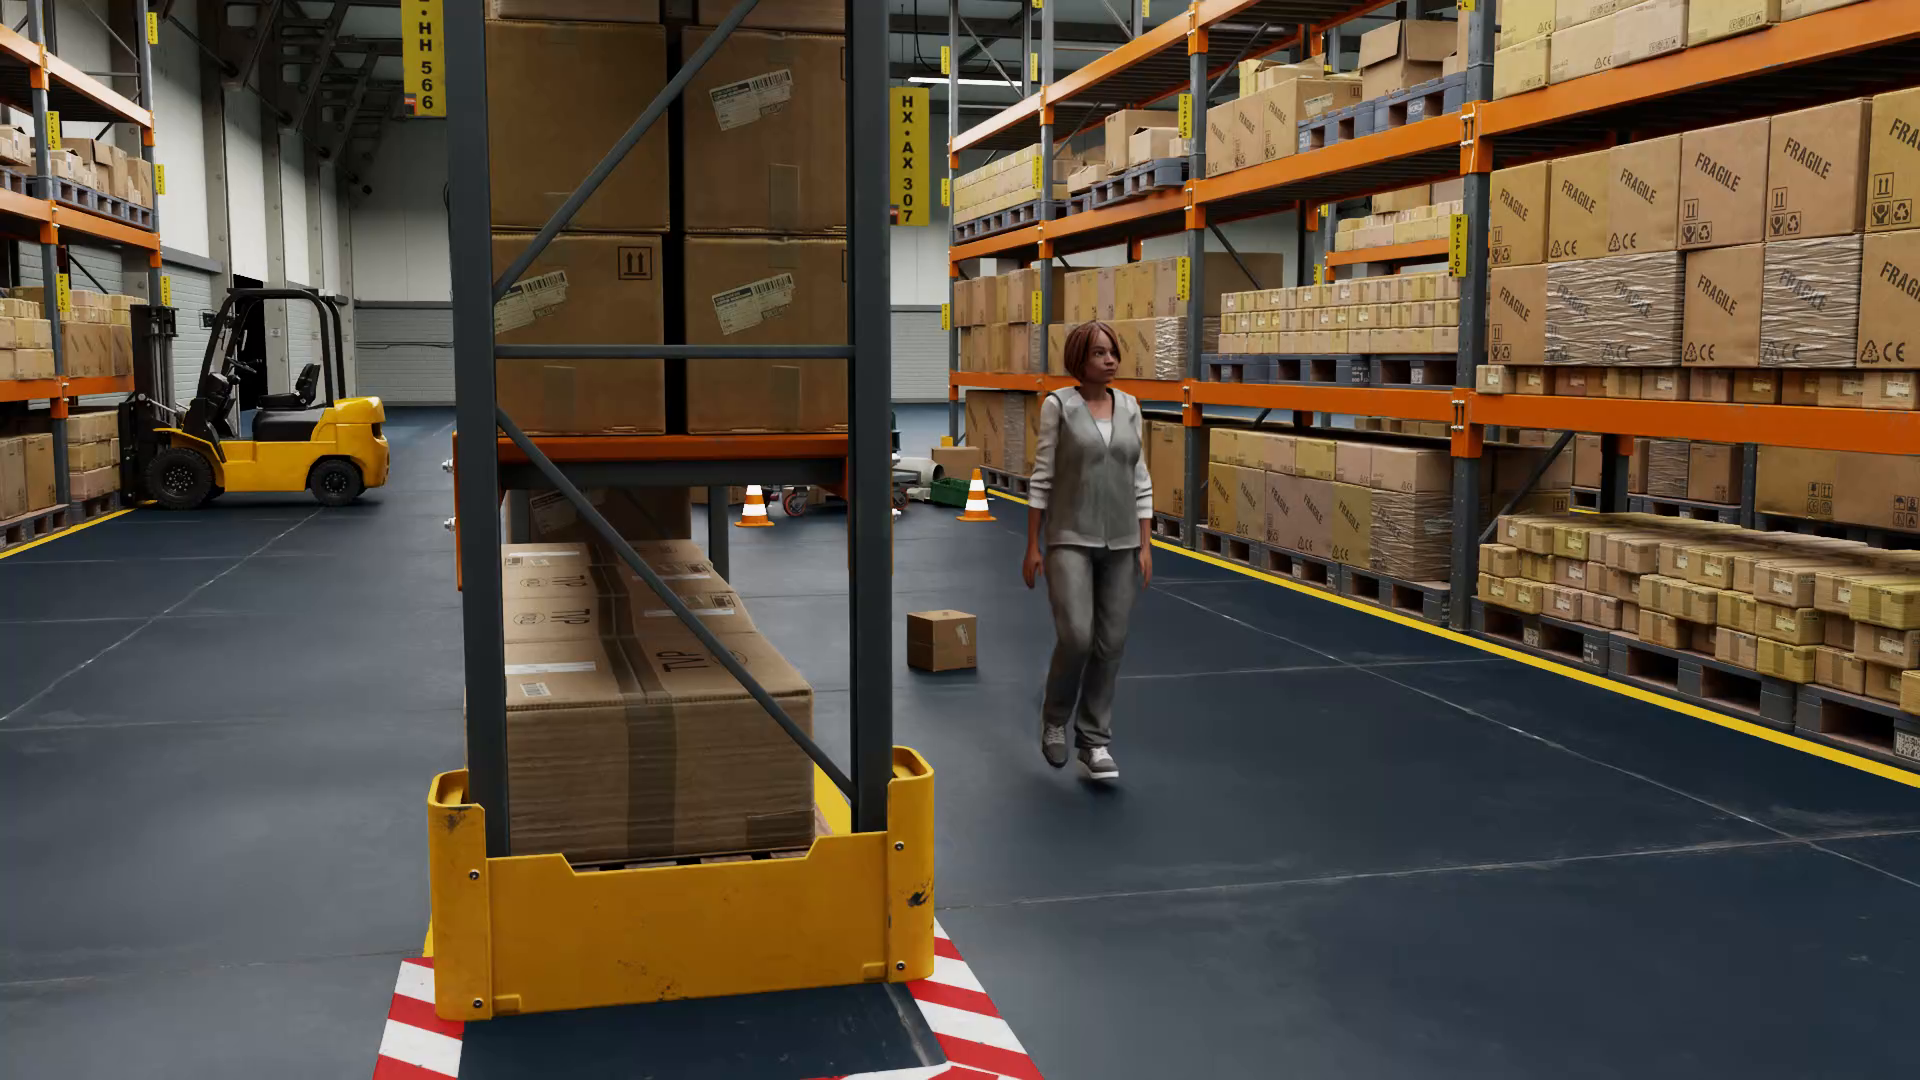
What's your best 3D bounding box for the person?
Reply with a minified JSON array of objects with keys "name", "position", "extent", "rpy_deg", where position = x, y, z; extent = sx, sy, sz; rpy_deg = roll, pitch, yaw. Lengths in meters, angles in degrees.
[{"name":"person","position":[0.457,0.039,5.751],"extent":[0.449,1.592,0.422],"rpy_deg":[-2,7,-19]}]
